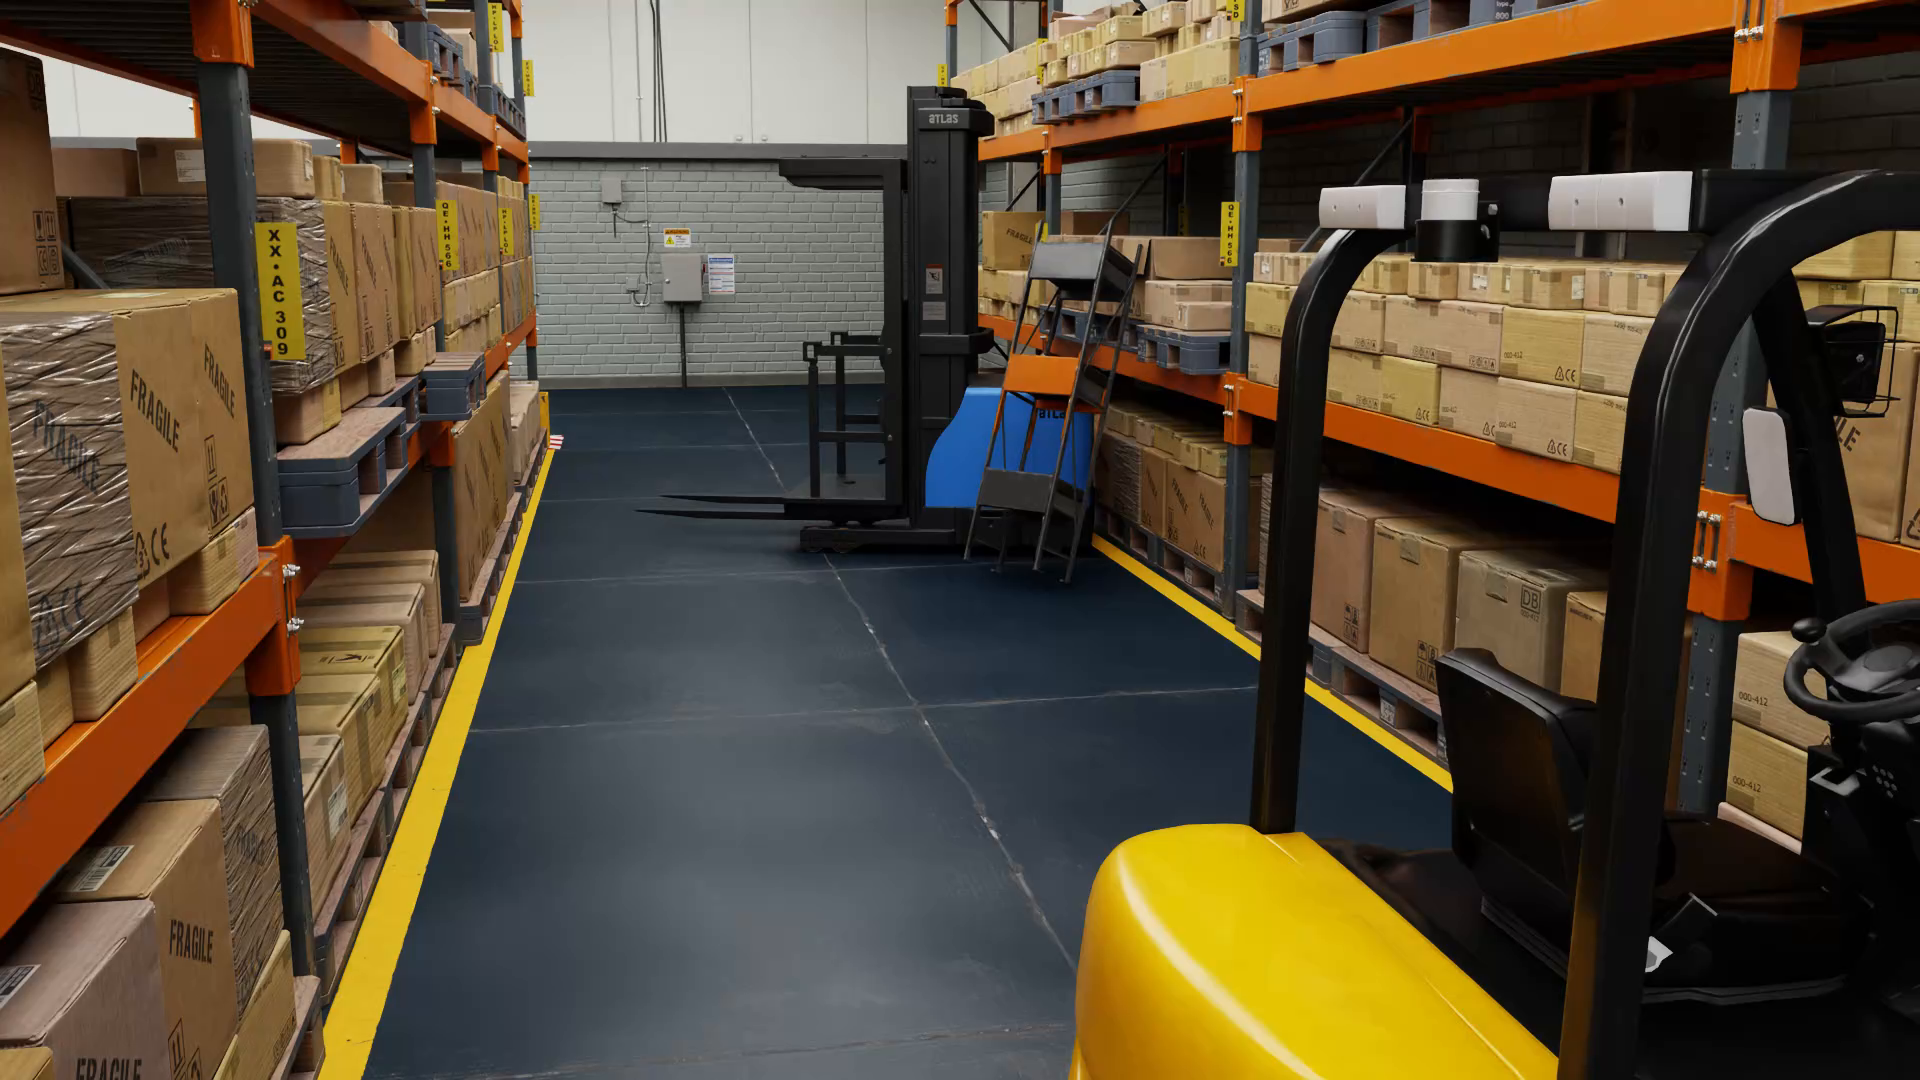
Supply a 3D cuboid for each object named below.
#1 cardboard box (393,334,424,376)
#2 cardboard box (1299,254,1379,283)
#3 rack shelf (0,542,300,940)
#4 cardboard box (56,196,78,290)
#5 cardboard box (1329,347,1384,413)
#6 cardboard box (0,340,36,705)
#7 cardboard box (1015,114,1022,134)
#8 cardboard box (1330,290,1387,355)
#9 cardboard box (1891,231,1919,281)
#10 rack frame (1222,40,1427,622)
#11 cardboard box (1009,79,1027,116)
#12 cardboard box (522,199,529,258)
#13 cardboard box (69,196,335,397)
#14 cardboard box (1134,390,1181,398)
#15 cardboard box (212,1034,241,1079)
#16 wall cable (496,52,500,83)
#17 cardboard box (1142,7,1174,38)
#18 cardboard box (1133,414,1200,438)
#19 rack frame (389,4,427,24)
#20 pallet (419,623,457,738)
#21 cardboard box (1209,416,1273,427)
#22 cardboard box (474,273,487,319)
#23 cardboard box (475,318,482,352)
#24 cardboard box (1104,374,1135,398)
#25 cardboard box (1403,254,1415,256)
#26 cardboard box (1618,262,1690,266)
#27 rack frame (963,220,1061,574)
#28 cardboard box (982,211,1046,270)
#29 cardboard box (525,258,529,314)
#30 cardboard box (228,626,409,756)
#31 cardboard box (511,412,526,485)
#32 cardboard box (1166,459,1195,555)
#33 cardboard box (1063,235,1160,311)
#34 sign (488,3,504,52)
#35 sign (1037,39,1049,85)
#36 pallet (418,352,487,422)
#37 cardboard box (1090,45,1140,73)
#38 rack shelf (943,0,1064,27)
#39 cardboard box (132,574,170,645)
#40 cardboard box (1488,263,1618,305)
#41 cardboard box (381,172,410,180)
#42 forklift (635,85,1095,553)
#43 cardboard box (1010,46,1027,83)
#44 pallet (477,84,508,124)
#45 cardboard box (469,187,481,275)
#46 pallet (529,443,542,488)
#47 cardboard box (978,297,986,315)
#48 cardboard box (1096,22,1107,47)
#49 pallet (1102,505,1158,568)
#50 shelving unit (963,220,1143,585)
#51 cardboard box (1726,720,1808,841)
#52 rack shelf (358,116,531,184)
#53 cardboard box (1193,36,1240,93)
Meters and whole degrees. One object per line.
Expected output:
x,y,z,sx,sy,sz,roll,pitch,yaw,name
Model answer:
-2.328,-0.728,6.550,0.380,0.149,0.250,-2,11,-10,cardboard box
1.823,-1.269,7.840,0.380,0.149,0.250,-2,11,-9,cardboard box
-1.780,0.569,2.107,1.077,0.370,4.000,-2,11,-11,rack shelf
-2.484,-0.629,4.292,0.500,0.500,0.500,-2,11,-12,cardboard box
1.968,-0.715,7.333,0.500,0.250,0.500,-2,11,-13,cardboard box
-1.522,0.009,2.063,0.500,0.500,0.500,-2,11,-12,cardboard box
0.652,-3.345,13.396,0.380,0.149,0.250,-2,11,-11,cardboard box
1.949,-0.959,7.276,0.500,0.250,0.500,-2,11,-12,cardboard box
2.627,-0.733,4.226,0.380,0.149,0.250,-2,11,-10,cardboard box
1.922,-1.066,8.774,1.000,3.000,0.127,-2,11,-11,rack frame
0.693,-3.520,13.250,0.500,0.250,0.500,-3,11,-13,cardboard box
-4.045,-2.718,14.511,0.500,0.500,0.500,-2,11,-11,cardboard box
-1.978,-0.649,4.397,0.500,0.500,0.500,-2,11,-10,cardboard box
1.498,-1.039,12.462,0.380,0.149,0.250,-3,11,-13,cardboard box
-1.677,1.189,3.156,0.500,0.250,0.500,-2,11,-13,cardboard box
-5.885,-6.332,20.397,0.463,3.000,0.029,-2,11,-11,wall cable
1.312,-3.098,9.967,0.380,0.149,0.250,-2,11,-11,cardboard box
1.349,-0.735,10.865,0.380,0.149,0.250,-2,11,-11,cardboard box
-2.947,-3.832,7.261,1.000,3.000,0.127,-2,11,-11,rack frame
-2.796,0.629,7.329,1.003,0.211,1.213,-2,11,-11,pallet
1.822,-0.705,10.705,0.380,0.149,0.250,-2,11,-11,cardboard box
-3.073,-1.439,9.797,0.500,0.250,0.500,-2,11,-10,cardboard box
-3.108,-1.190,9.828,0.500,0.250,0.500,-2,11,-11,cardboard box
1.050,-1.121,12.096,0.380,0.149,0.250,-3,11,-14,cardboard box
2.334,-1.288,7.937,0.380,0.149,0.250,-2,11,-11,cardboard box
2.700,-0.962,6.225,0.380,0.149,0.250,-2,11,-11,cardboard box
0.361,-0.856,9.995,0.015,2.100,0.400,8,-8,35,rack frame
0.482,-2.606,14.465,0.500,0.500,0.500,-2,11,-10,cardboard box
-4.066,-2.230,14.620,0.500,0.500,0.500,-2,11,-12,cardboard box
-2.553,0.578,6.040,0.950,0.372,0.625,-2,11,-9,cardboard box
-3.741,-0.685,12.502,0.875,0.438,0.875,-2,11,-12,cardboard box
1.541,-0.206,9.819,0.500,0.500,0.500,-2,11,-12,cardboard box
1.119,-1.863,11.572,0.700,0.500,0.500,-2,11,-10,cardboard box
-3.194,-3.522,11.431,0.100,0.325,0.005,-2,11,-11,sign
0.613,-3.506,12.188,0.100,0.325,0.005,-2,11,-11,sign
-2.703,-0.664,7.173,1.213,0.211,1.003,-2,11,-11,pallet
1.053,-3.102,10.728,0.380,0.149,0.250,-2,11,-10,cardboard box
0.755,-4.758,14.062,1.077,0.370,4.000,-2,11,-11,rack shelf
-1.778,0.117,3.234,0.380,0.149,0.250,-2,11,-11,cardboard box
2.181,-0.942,6.120,0.380,0.149,0.250,-2,11,-12,cardboard box
-4.097,-2.522,11.749,0.380,0.149,0.250,-2,11,-12,cardboard box
-0.621,-1.452,10.985,3.031,2.935,1.130,1,11,6,forklift
0.702,-3.768,13.215,0.500,0.250,0.500,-2,11,-12,cardboard box
-3.873,-3.199,12.194,1.003,0.211,1.213,-2,11,-11,pallet
-3.089,-1.803,9.705,0.500,0.500,0.500,-2,11,-10,cardboard box
-4.036,-0.615,13.863,1.003,0.211,1.213,-2,11,-11,pallet
0.362,-2.101,14.886,0.380,0.149,0.250,-2,11,-13,cardboard box
1.089,-3.247,10.695,0.380,0.149,0.250,-2,11,-11,cardboard box
1.580,-0.057,10.934,1.003,0.211,1.213,-2,11,-11,pallet
0.560,-0.828,9.856,0.503,2.100,0.431,8,-8,35,shelving unit
2.491,0.667,4.565,0.500,0.250,0.500,-2,11,-11,cardboard box
-4.114,-3.105,13.390,1.077,0.370,4.000,-2,11,-11,rack shelf
1.584,-2.551,8.955,0.500,0.250,0.500,-2,11,-13,cardboard box
